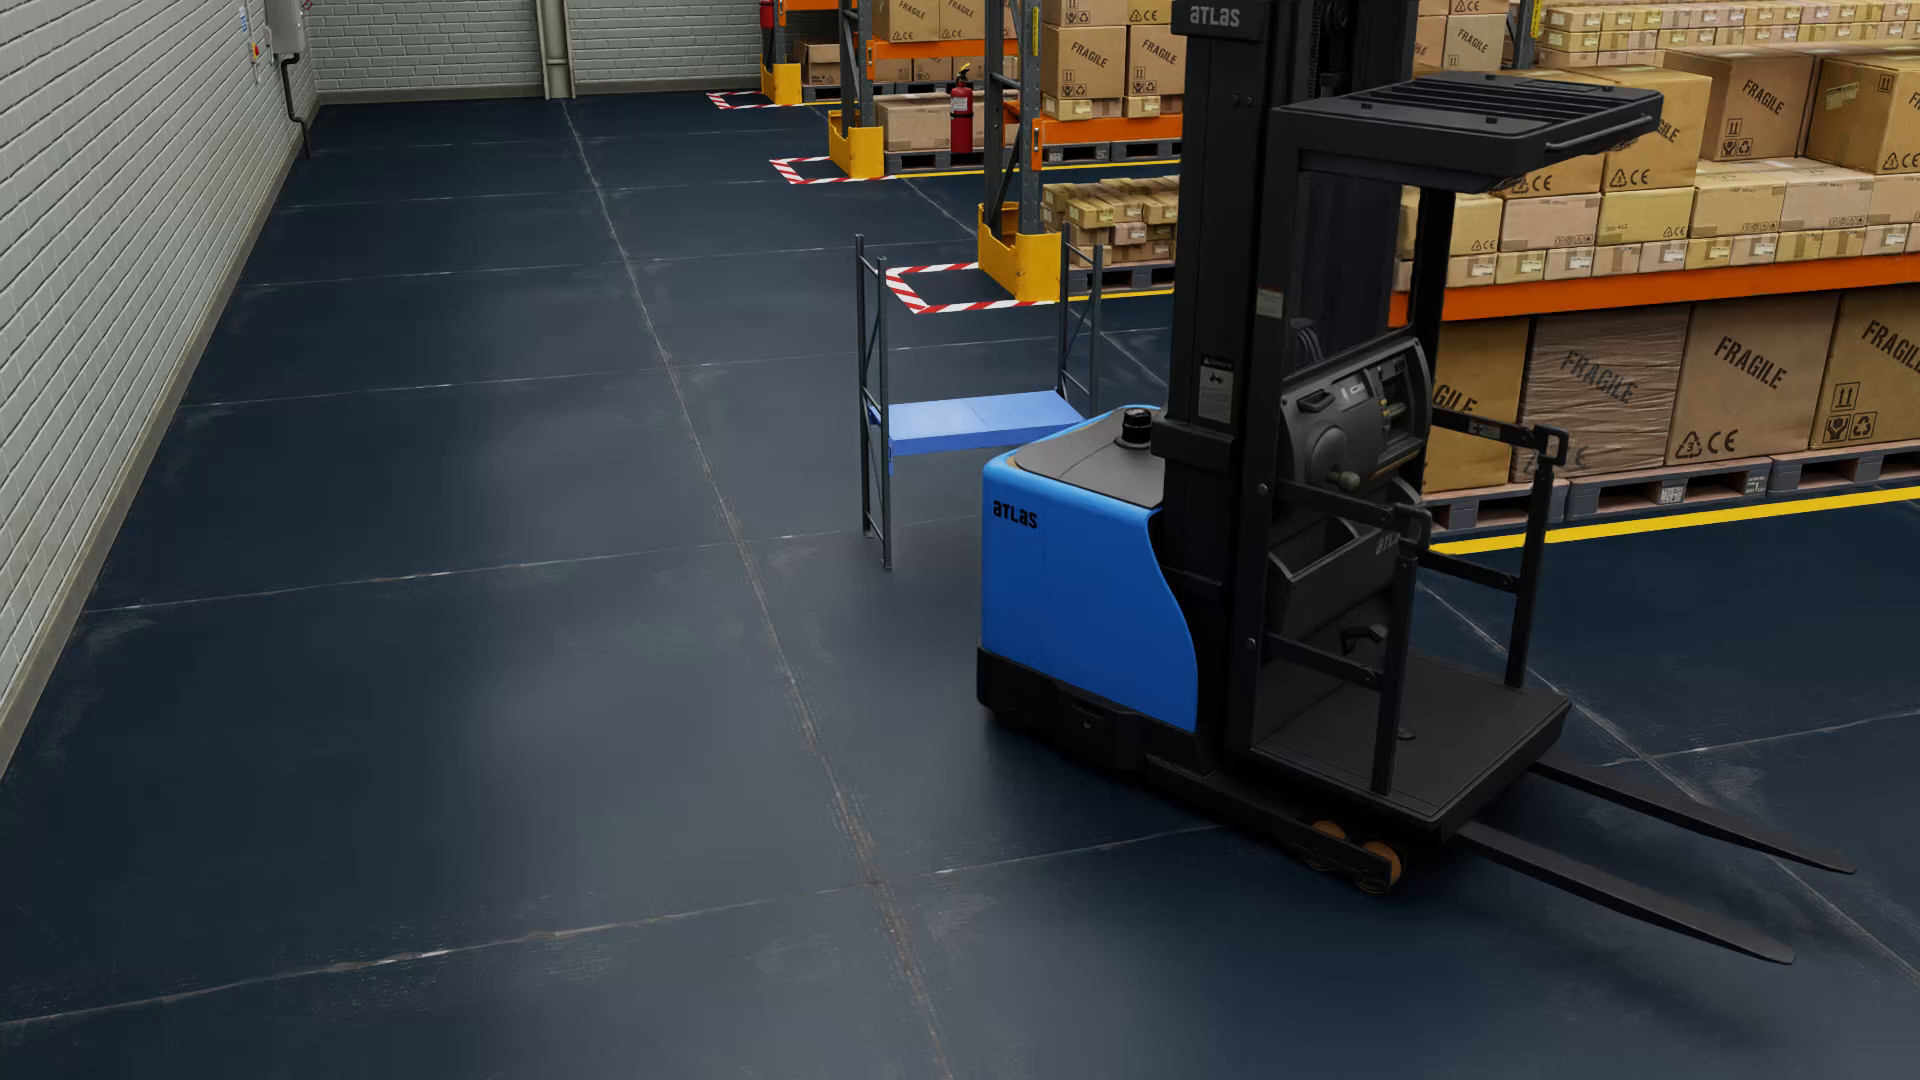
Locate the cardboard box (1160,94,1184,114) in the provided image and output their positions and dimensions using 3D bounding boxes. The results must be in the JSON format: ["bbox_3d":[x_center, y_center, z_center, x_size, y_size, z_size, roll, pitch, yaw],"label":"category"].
[{"bbox_3d":[1.501,-3.300,12.456,0.250,0.149,0.380,-5,24,-12],"label":"cardboard box"}]

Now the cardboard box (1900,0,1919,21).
[{"bbox_3d":[7.735,-4.352,13.619,0.250,0.149,0.380,-7,24,-16],"label":"cardboard box"}]

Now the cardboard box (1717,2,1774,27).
[{"bbox_3d":[6.238,-4.187,13.237,0.250,0.149,0.380,-6,24,-13],"label":"cardboard box"}]

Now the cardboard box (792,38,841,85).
[{"bbox_3d":[-1.784,-6.203,21.535,0.637,0.503,0.797,-7,24,-16],"label":"cardboard box"}]

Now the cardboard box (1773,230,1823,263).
[{"bbox_3d":[4.032,-1.498,8.255,0.250,0.149,0.380,-7,24,-15],"label":"cardboard box"}]

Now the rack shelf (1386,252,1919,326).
[{"bbox_3d":[3.548,-1.364,8.536,4.000,0.370,1.077,-6,24,-14],"label":"rack shelf"}]

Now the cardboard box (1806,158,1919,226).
[{"bbox_3d":[4.622,-1.772,8.389,0.500,0.250,0.500,-6,24,-13],"label":"cardboard box"}]

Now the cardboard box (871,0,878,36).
[{"bbox_3d":[-0.661,-5.441,17.000,0.500,0.500,0.500,-6,24,-14],"label":"cardboard box"}]

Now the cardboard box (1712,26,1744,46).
[{"bbox_3d":[5.997,-4.024,13.233,0.250,0.149,0.380,-7,24,-15],"label":"cardboard box"}]

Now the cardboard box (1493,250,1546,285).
[{"bbox_3d":[2.547,-1.333,7.872,0.250,0.149,0.380,-7,24,-16],"label":"cardboard box"}]

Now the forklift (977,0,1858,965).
[{"bbox_3d":[1.502,-0.409,5.485,3.031,2.935,1.130,19,30,38],"label":"forklift"}]

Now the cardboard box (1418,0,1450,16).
[{"bbox_3d":[3.356,-4.233,12.540,0.500,0.500,0.500,-7,24,-16],"label":"cardboard box"}]

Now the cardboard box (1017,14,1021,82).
[{"bbox_3d":[0.743,-3.703,12.572,0.500,0.500,0.500,-6,24,-13],"label":"cardboard box"}]

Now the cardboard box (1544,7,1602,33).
[{"bbox_3d":[4.735,-4.019,12.845,0.250,0.149,0.380,-5,24,-12],"label":"cardboard box"}]

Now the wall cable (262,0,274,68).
[{"bbox_3d":[-6.871,-5.638,16.297,0.122,1.984,0.588,-6,24,-14],"label":"wall cable"}]

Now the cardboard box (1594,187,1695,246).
[{"bbox_3d":[3.141,-1.607,8.005,0.500,0.250,0.500,-7,24,-16],"label":"cardboard box"}]

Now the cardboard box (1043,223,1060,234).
[{"bbox_3d":[0.831,-2.393,13.106,0.250,0.149,0.380,-6,24,-13],"label":"cardboard box"}]

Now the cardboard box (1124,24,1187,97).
[{"bbox_3d":[1.396,-3.567,12.255,0.500,0.500,0.500,-6,24,-14],"label":"cardboard box"}]

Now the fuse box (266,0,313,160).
[{"bbox_3d":[-6.904,-4.855,17.395,0.414,1.711,0.539,-6,24,-14],"label":"fuse box"}]

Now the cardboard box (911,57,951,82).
[{"bbox_3d":[-0.415,-6.296,21.756,0.500,0.500,0.500,-6,24,-13],"label":"cardboard box"}]

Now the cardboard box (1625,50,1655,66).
[{"bbox_3d":[5.242,-3.803,13.094,0.250,0.149,0.380,-6,24,-14],"label":"cardboard box"}]

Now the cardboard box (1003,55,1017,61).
[{"bbox_3d":[0.753,-6.530,22.543,0.500,0.311,0.500,-5,24,-12],"label":"cardboard box"}]

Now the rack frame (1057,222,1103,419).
[{"bbox_3d":[0.572,-0.752,8.102,0.032,1.500,0.500,-6,24,-14],"label":"rack frame"}]

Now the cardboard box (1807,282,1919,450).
[{"bbox_3d":[4.817,-1.084,9.134,0.875,0.875,0.875,-6,24,-14],"label":"cardboard box"}]

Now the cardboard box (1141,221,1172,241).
[{"bbox_3d":[1.445,-2.420,12.792,0.250,0.149,0.380,-6,24,-14],"label":"cardboard box"}]

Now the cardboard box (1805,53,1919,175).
[{"bbox_3d":[4.620,-2.117,8.242,0.500,0.500,0.500,-6,24,-14],"label":"cardboard box"}]

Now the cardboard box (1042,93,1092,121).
[{"bbox_3d":[0.781,-3.170,12.151,0.250,0.149,0.380,-7,24,-15],"label":"cardboard box"}]

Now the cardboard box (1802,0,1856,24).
[{"bbox_3d":[6.984,-4.268,13.424,0.250,0.149,0.380,-6,24,-13],"label":"cardboard box"}]

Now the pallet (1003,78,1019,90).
[{"bbox_3d":[0.791,-6.199,22.430,1.213,0.211,1.003,-6,24,-14],"label":"pallet"}]

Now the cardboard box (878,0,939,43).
[{"bbox_3d":[-0.515,-5.232,16.512,0.500,0.500,0.500,-7,24,-15],"label":"cardboard box"}]

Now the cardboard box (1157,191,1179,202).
[{"bbox_3d":[1.703,-2.569,12.762,0.250,0.149,0.380,-8,24,-17],"label":"cardboard box"}]

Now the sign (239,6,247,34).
[{"bbox_3d":[-6.523,-4.733,15.135,0.001,0.218,0.327,-6,24,-14],"label":"sign"}]

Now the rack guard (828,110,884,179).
[{"bbox_3d":[-1.077,-4.092,17.153,0.348,0.500,1.175,-6,24,-14],"label":"rack guard"}]

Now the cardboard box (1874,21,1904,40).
[{"bbox_3d":[7.474,-4.187,13.612,0.250,0.149,0.380,-5,24,-12],"label":"cardboard box"}]

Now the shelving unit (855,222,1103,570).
[{"bbox_3d":[0.082,-0.698,7.975,1.048,1.500,0.538,-6,24,-14],"label":"shelving unit"}]

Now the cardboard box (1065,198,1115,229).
[{"bbox_3d":[0.976,-2.458,12.503,0.250,0.149,0.380,-7,24,-17],"label":"cardboard box"}]

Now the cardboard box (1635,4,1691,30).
[{"bbox_3d":[5.490,-4.103,13.040,0.250,0.149,0.380,-7,24,-15],"label":"cardboard box"}]

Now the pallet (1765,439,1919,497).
[{"bbox_3d":[4.721,-0.574,9.321,1.213,0.211,1.003,-6,24,-14],"label":"pallet"}]

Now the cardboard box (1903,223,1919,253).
[{"bbox_3d":[4.774,-1.580,8.447,0.250,0.149,0.380,-7,24,-15],"label":"cardboard box"}]

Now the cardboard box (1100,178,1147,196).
[{"bbox_3d":[1.294,-2.765,13.217,0.250,0.149,0.380,-7,24,-16],"label":"cardboard box"}]

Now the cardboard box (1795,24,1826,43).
[{"bbox_3d":[6.740,-4.106,13.423,0.250,0.149,0.380,-6,24,-15],"label":"cardboard box"}]

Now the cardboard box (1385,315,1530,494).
[{"bbox_3d":[2.217,-0.796,8.463,0.875,0.875,0.875,-6,24,-14],"label":"cardboard box"}]

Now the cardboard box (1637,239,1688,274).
[{"bbox_3d":[3.291,-1.416,8.065,0.250,0.149,0.380,-7,24,-15],"label":"cardboard box"}]

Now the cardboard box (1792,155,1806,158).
[{"bbox_3d":[4.471,-1.973,8.858,0.500,0.250,0.500,-6,24,-15],"label":"cardboard box"}]

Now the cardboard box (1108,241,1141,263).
[{"bbox_3d":[1.201,-2.251,12.775,0.250,0.149,0.380,-6,24,-15],"label":"cardboard box"}]

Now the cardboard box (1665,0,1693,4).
[{"bbox_3d":[5.820,-4.407,13.749,0.250,0.149,0.380,-7,24,-17],"label":"cardboard box"}]

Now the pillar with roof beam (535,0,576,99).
[{"bbox_3d":[-4.075,-8.305,16.193,0.400,9.000,9.100,-6,24,-14],"label":"pillar with roof beam"}]

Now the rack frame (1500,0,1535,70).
[{"bbox_3d":[4.232,-3.801,13.304,0.127,3.000,1.000,-6,24,-14],"label":"rack frame"}]

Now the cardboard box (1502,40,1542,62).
[{"bbox_3d":[4.560,-3.996,13.545,0.250,0.149,0.380,-7,24,-16],"label":"cardboard box"}]

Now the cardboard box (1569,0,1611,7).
[{"bbox_3d":[5.073,-4.324,13.556,0.250,0.149,0.380,-7,24,-16],"label":"cardboard box"}]

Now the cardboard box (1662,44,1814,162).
[{"bbox_3d":[3.968,-2.259,8.572,0.500,0.500,0.500,-7,24,-16],"label":"cardboard box"}]

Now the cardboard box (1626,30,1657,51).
[{"bbox_3d":[5.232,-3.939,13.034,0.250,0.149,0.380,-6,24,-13],"label":"cardboard box"}]

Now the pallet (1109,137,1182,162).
[{"bbox_3d":[2.044,-4.337,18.089,1.213,0.211,1.003,-6,24,-14],"label":"pallet"}]
